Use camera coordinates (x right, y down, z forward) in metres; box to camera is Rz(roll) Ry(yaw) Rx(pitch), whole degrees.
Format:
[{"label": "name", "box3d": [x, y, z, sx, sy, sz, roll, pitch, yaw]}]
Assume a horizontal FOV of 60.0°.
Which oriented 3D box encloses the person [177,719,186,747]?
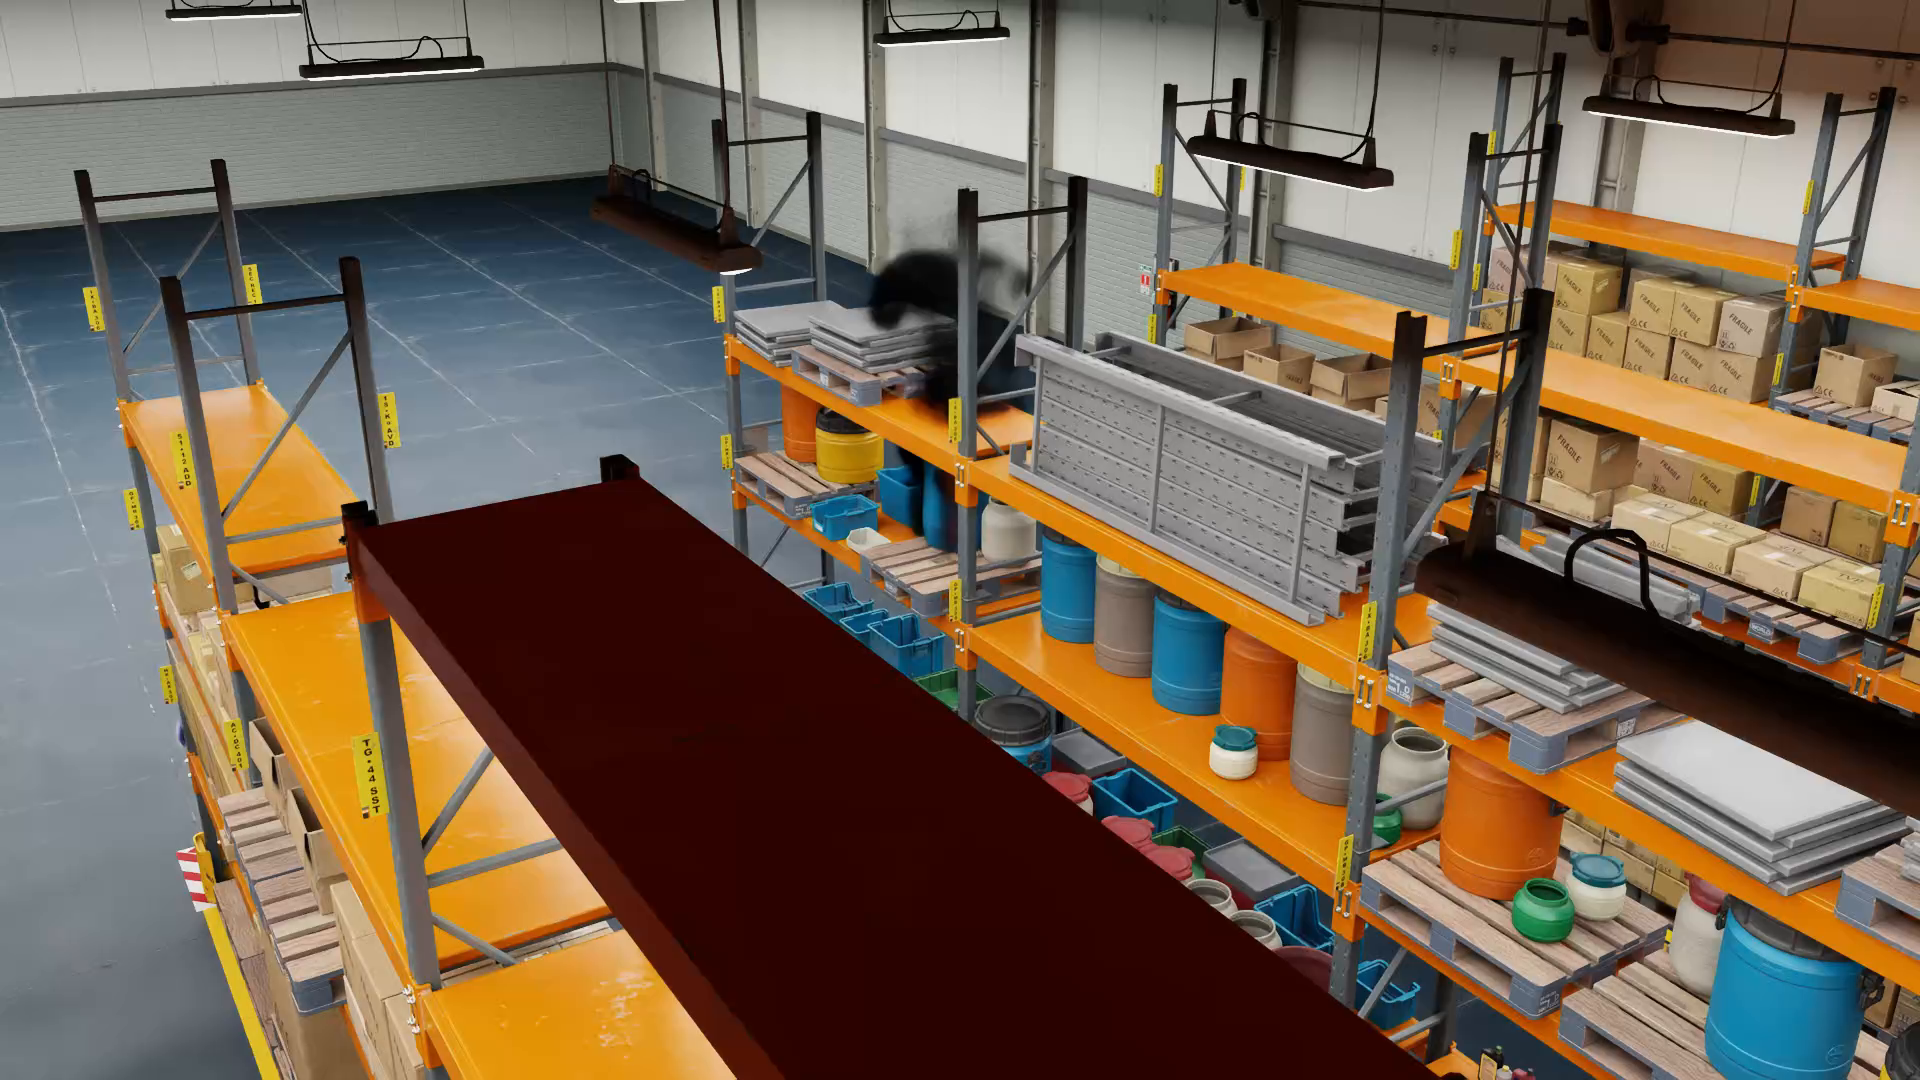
[{"label": "person", "box3d": [-6.967, 1.530, 15.400, 0.743, 1.595, 0.625, 5, 22, 13]}]
